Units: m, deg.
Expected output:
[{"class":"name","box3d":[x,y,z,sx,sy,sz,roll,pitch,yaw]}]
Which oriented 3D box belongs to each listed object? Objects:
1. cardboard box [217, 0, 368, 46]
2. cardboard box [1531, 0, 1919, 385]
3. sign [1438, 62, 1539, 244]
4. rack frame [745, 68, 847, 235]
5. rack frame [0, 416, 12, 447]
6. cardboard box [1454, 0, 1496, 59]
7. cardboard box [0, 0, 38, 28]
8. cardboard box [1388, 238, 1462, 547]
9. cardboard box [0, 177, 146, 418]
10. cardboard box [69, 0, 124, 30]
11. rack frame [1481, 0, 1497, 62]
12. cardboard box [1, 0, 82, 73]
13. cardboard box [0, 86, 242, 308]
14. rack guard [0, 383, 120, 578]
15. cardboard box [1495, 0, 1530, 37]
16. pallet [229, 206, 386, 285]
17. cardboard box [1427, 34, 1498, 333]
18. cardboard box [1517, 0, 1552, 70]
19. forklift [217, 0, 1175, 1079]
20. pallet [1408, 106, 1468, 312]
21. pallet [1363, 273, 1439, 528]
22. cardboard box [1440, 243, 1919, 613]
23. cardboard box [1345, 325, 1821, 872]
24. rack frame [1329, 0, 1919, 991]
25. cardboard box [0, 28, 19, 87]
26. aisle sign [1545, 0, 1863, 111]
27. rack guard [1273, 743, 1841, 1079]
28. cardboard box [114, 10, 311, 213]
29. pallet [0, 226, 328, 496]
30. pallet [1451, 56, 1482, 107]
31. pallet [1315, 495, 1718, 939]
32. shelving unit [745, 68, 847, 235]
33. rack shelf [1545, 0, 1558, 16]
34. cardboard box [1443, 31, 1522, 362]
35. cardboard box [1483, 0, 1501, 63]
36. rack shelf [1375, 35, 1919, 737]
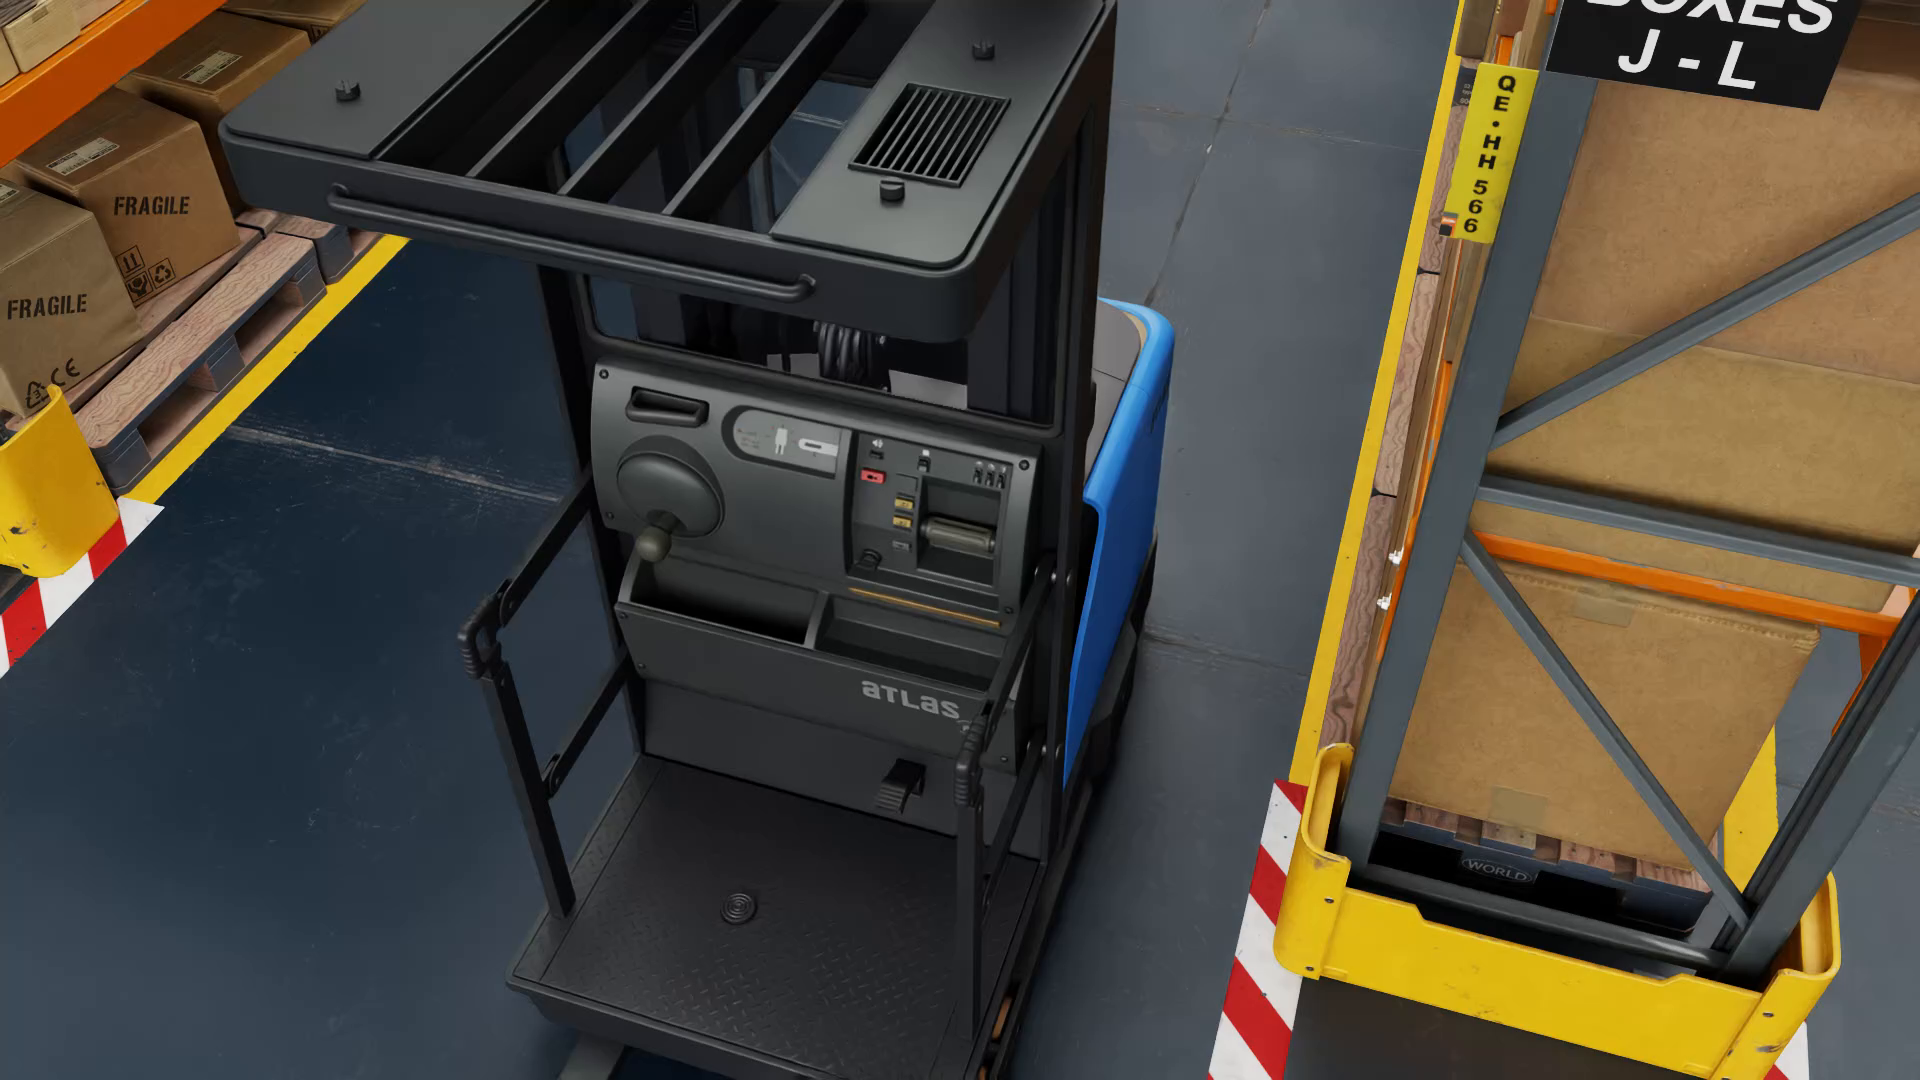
[{"class":"cardboard box","box3d":[-2.534,-1.981,6.617,0.500,0.500,0.500,9,45,9]},{"class":"cardboard box","box3d":[1.539,-0.691,2.932,0.875,0.550,0.550,13,46,13]},{"class":"sign","box3d":[0.876,-0.635,2.757,0.100,0.325,0.005,13,46,13]},{"class":"rack frame","box3d":[-0.328,-0.636,4.828,0.500,1.500,0.032,16,47,16]},{"class":"rack frame","box3d":[-3.307,-1.130,4.261,1.000,3.000,0.127,13,46,13]},{"class":"cardboard box","box3d":[2.703,-2.458,6.925,1.050,0.750,0.750,12,46,12]},{"class":"cardboard box","box3d":[-3.114,-1.633,4.490,0.875,0.500,0.500,13,46,13]},{"class":"cardboard box","box3d":[1.796,-0.456,4.790,0.875,0.875,0.875,12,46,12]},{"class":"cardboard box","box3d":[-3.102,-0.800,5.410,0.500,0.500,0.500,21,48,20]},{"class":"cardboard box","box3d":[-2.754,-1.677,4.999,0.380,0.149,0.250,13,46,13]},{"class":"rack frame","box3d":[2.601,-2.679,5.843,1.000,3.000,0.127,13,46,13]},{"class":"cardboard box","box3d":[-2.810,-1.506,4.824,0.380,0.149,0.250,13,46,13]},{"class":"cardboard box","box3d":[-2.954,-1.206,5.824,0.500,0.500,0.500,24,49,23]},{"class":"rack guard","box3d":[-3.284,-0.288,5.187,1.175,0.500,0.348,13,46,13]},{"class":"cardboard box","box3d":[2.080,-1.777,4.815,0.875,0.550,0.550,13,46,13]},{"class":"pallet","box3d":[-2.633,-1.529,6.662,1.003,0.211,1.213,13,46,13]},{"class":"cardboard box","box3d":[2.074,-1.063,5.411,0.875,0.875,0.875,13,46,13]},{"class":"cardboard box","box3d":[1.617,-1.077,3.327,0.875,0.550,0.550,13,46,13]},{"class":"forklift","box3d":[-0.369,-0.005,3.159,1.130,2.935,3.031,13,46,13]},{"class":"pallet","box3d":[2.296,-1.192,6.317,1.003,0.211,1.213,13,46,13]},{"class":"pallet","box3d":[1.928,-0.376,5.483,1.003,0.211,1.213,13,46,13]},{"class":"cardboard box","box3d":[1.458,-0.323,3.328,0.875,0.550,0.550,13,46,13]},{"class":"cardboard box","box3d":[1.532,0.131,4.191,0.875,0.875,0.875,13,46,13]},{"class":"rack frame","box3d":[1.389,-0.013,3.118,1.000,3.000,0.127,13,46,13]},{"class":"cardboard box","box3d":[-2.900,-1.343,4.657,0.380,0.149,0.250,13,46,13]},{"class":"aisle sign","box3d":[1.082,-0.958,2.226,0.394,0.787,0.004,13,46,13]},{"class":"rack guard","box3d":[1.382,0.897,3.976,1.175,0.500,0.348,13,46,13]},{"class":"cardboard box","box3d":[-2.746,-1.619,6.247,0.500,0.500,0.500,17,47,16]},{"class":"pallet","box3d":[-3.004,-0.718,5.833,1.003,0.211,1.213,13,46,13]},{"class":"pallet","box3d":[2.762,-2.212,7.360,1.003,0.211,1.213,13,46,13]},{"class":"pallet","box3d":[1.557,0.435,4.655,1.003,0.211,1.213,13,46,13]},{"class":"shelving unit","box3d":[-0.130,-0.971,5.170,0.587,1.500,1.083,16,47,16]},{"class":"rack shelf","box3d":[1.995,-2.161,3.683,1.077,0.370,4.000,13,46,13]},{"class":"cardboard box","box3d":[1.604,-0.694,3.708,0.875,0.550,0.550,13,46,13]},{"class":"cardboard box","box3d":[2.343,-1.665,6.026,0.875,0.875,0.875,13,46,13]},{"class":"rack shelf","box3d":[1.995,-1.089,4.732,1.077,0.370,4.000,13,46,13]}]
